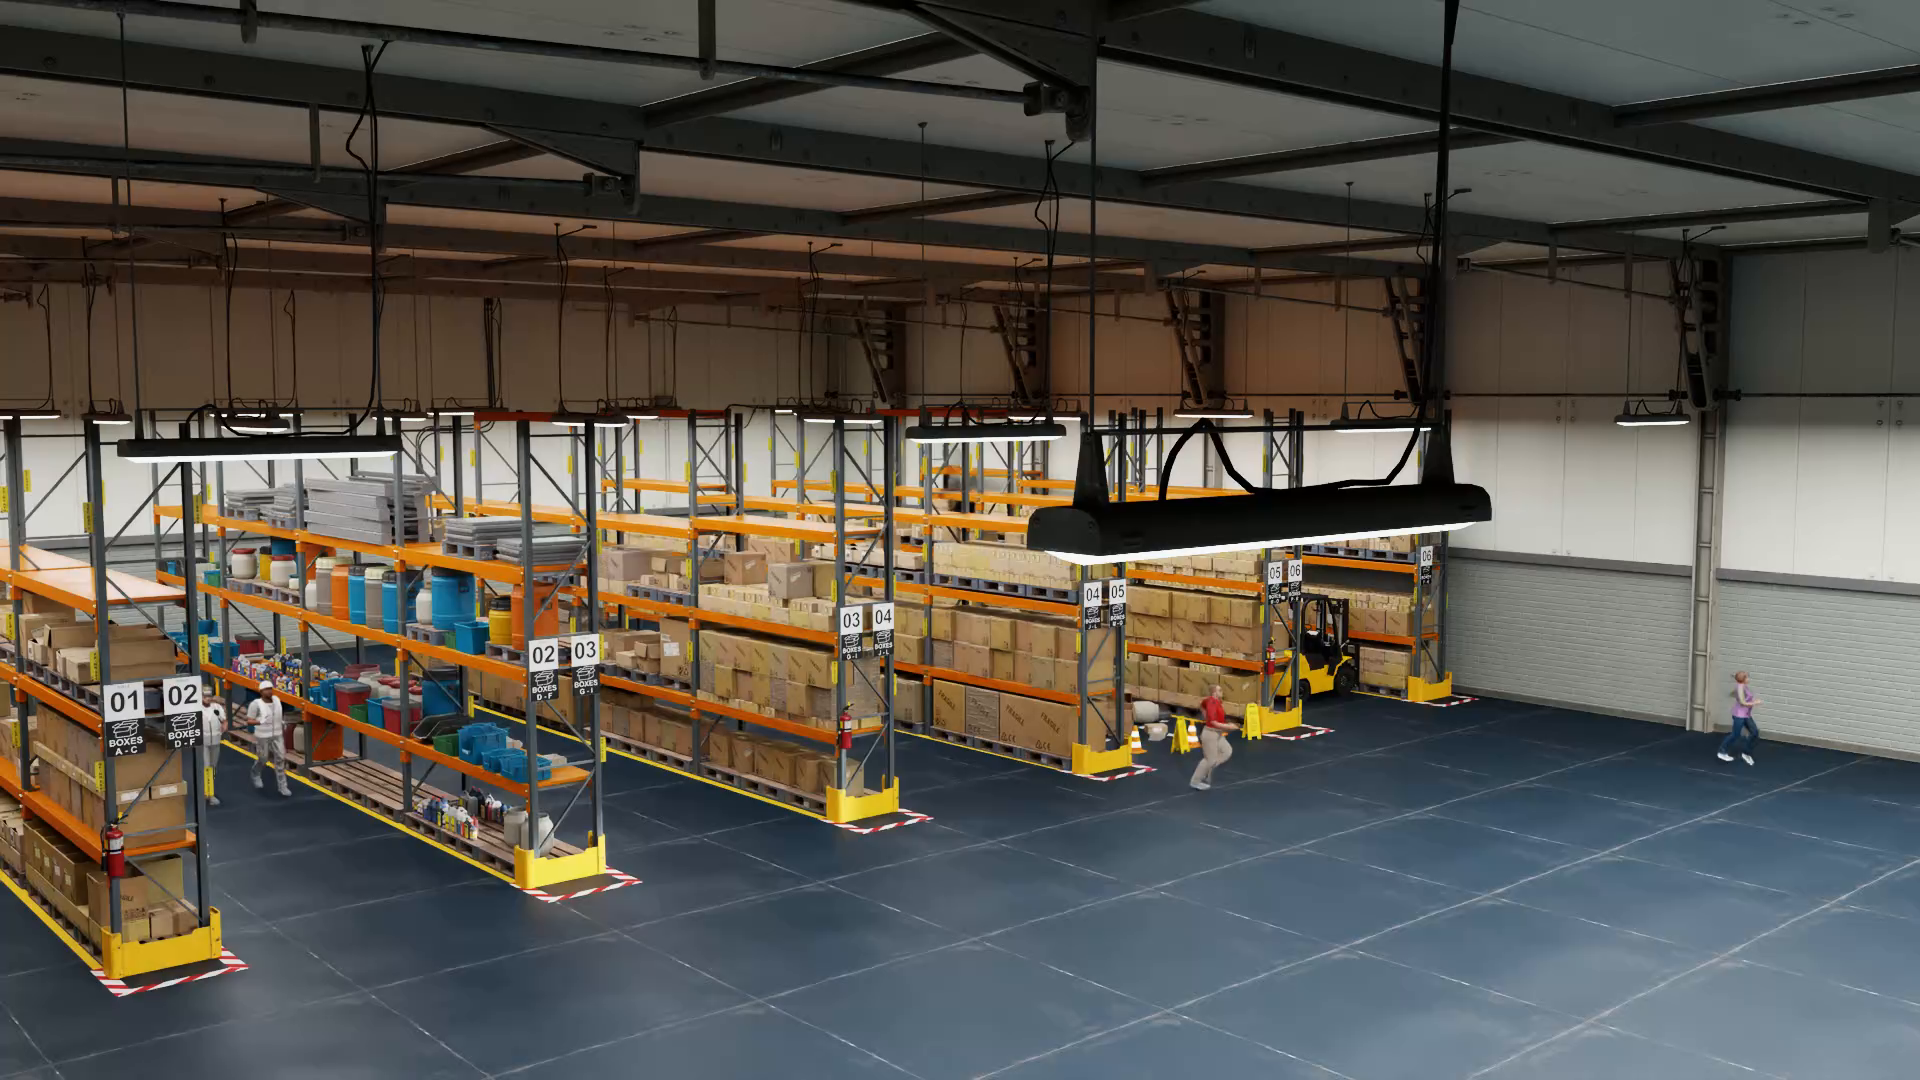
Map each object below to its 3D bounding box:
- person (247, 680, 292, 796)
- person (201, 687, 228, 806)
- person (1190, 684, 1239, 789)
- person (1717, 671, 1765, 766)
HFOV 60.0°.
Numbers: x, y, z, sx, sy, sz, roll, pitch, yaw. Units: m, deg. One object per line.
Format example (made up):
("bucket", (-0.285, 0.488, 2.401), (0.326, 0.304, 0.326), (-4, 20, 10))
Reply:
("person", (-10.911, 3.104, 26.243), (0.967, 1.786, 0.675), (4, 7, 40))
("person", (-11.742, 3.168, 25.919), (0.962, 1.797, 0.662), (5, 7, 44))
("person", (4.092, 3.140, 26.694), (0.769, 1.681, 0.687), (1, 5, 13))
("person", (13.343, 3.040, 28.393), (0.702, 1.641, 0.507), (4, 6, 38))
